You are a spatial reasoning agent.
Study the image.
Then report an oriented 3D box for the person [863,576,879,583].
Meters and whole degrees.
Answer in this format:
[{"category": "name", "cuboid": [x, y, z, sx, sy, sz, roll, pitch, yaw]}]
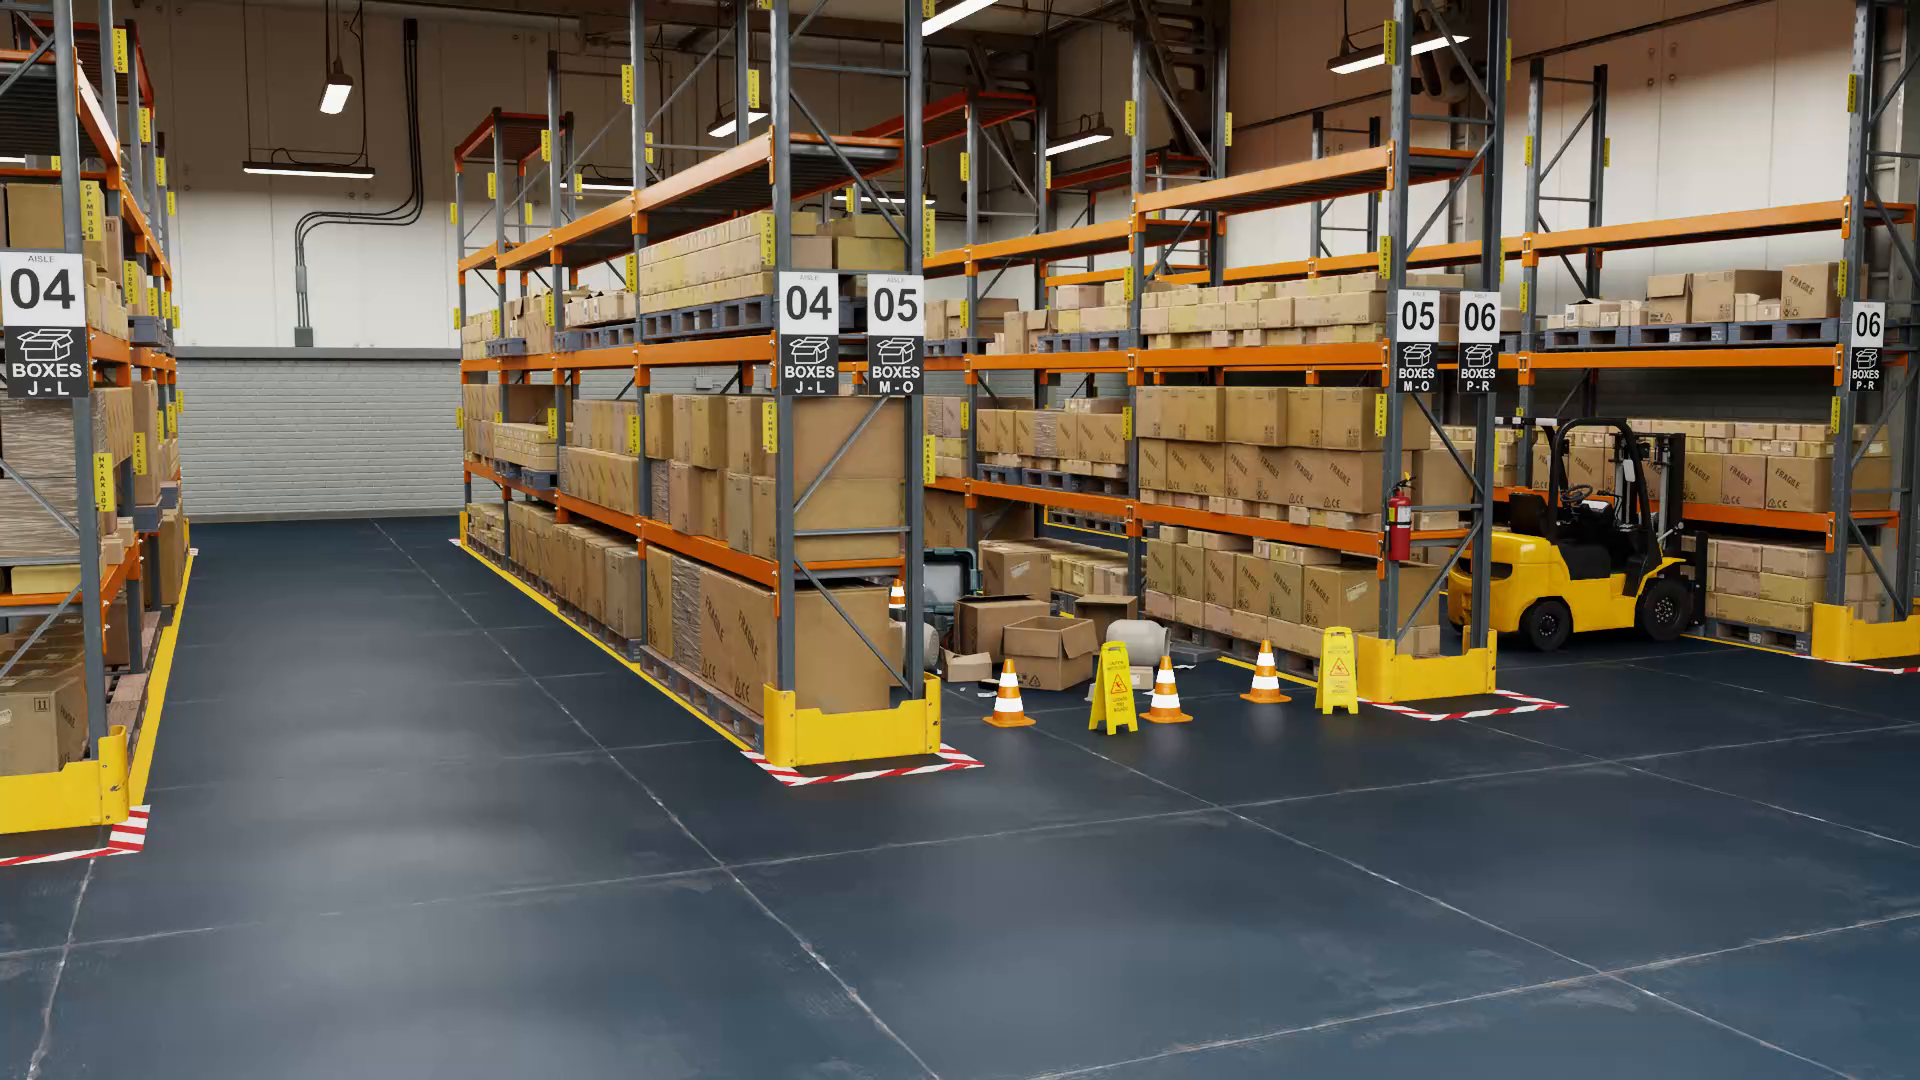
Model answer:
[{"category": "person", "cuboid": [-1.173, -0.286, 20.430, 0.478, 1.659, 0.861, -2, 6, -22]}]
